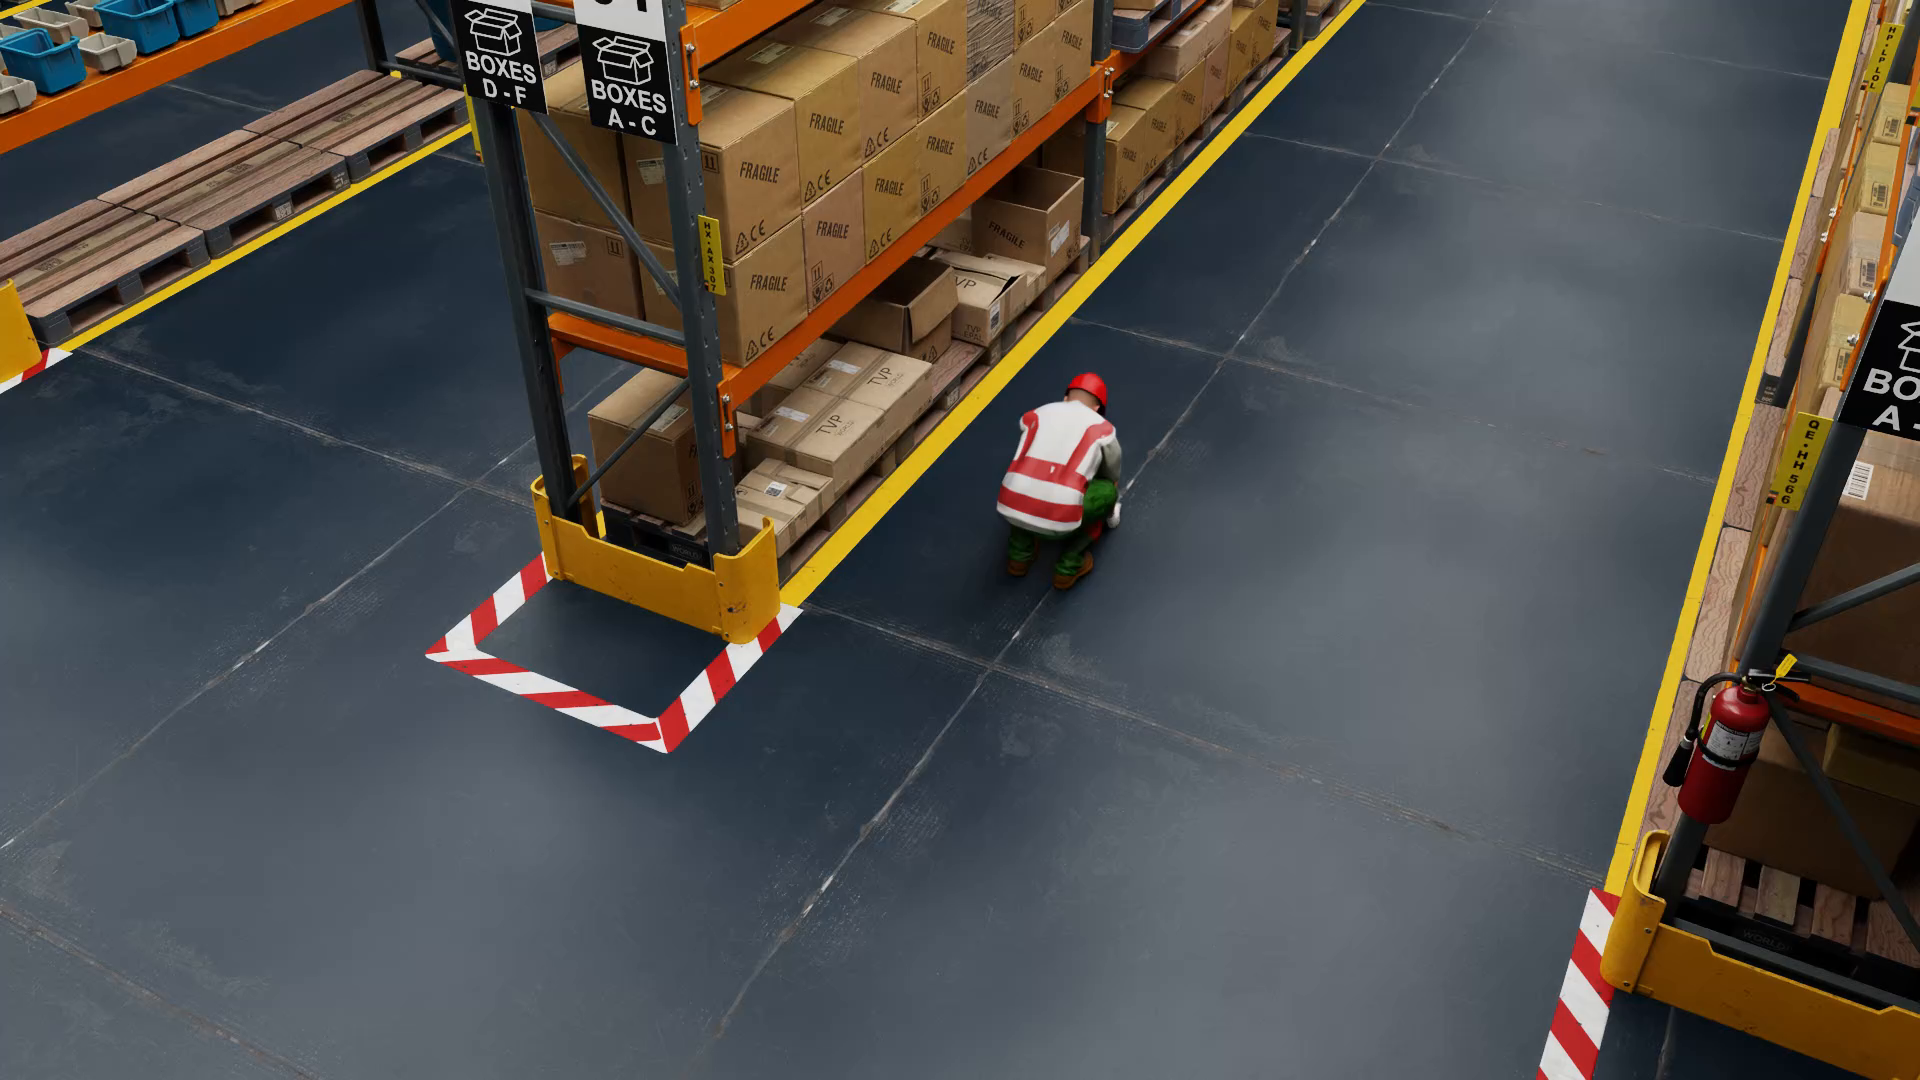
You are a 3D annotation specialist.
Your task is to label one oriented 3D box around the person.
[{"bbox_3d":[0.490,-0.247,7.927,0.536,0.830,0.941,17,41,21],"label":"person"}]
